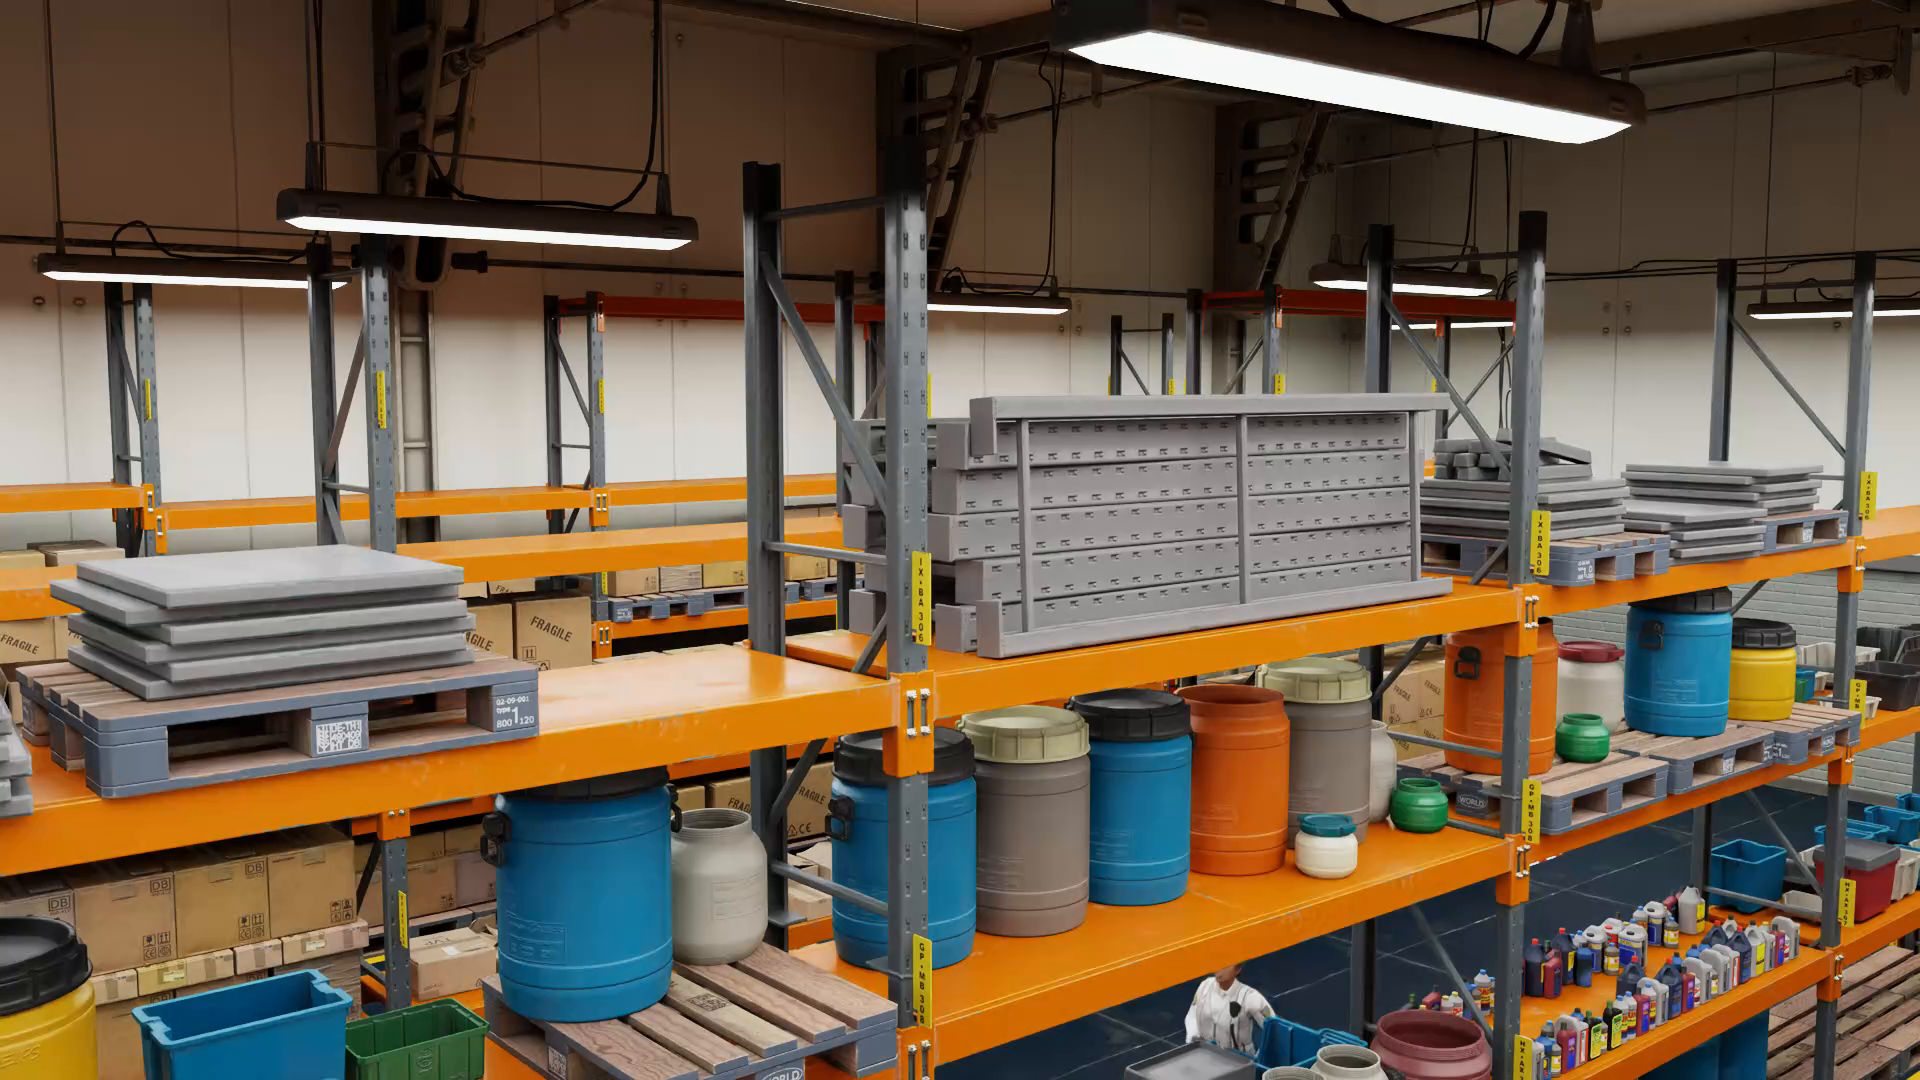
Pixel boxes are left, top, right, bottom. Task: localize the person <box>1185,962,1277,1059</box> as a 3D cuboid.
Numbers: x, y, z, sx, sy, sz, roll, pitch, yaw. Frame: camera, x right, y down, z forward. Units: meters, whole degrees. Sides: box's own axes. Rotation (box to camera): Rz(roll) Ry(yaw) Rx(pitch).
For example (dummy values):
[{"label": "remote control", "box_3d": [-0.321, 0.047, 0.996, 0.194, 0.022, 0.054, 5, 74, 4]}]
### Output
[{"label": "person", "box_3d": [1.708, 3.322, 10.504, 0.626, 1.663, 0.760, 5, 8, 43]}]
